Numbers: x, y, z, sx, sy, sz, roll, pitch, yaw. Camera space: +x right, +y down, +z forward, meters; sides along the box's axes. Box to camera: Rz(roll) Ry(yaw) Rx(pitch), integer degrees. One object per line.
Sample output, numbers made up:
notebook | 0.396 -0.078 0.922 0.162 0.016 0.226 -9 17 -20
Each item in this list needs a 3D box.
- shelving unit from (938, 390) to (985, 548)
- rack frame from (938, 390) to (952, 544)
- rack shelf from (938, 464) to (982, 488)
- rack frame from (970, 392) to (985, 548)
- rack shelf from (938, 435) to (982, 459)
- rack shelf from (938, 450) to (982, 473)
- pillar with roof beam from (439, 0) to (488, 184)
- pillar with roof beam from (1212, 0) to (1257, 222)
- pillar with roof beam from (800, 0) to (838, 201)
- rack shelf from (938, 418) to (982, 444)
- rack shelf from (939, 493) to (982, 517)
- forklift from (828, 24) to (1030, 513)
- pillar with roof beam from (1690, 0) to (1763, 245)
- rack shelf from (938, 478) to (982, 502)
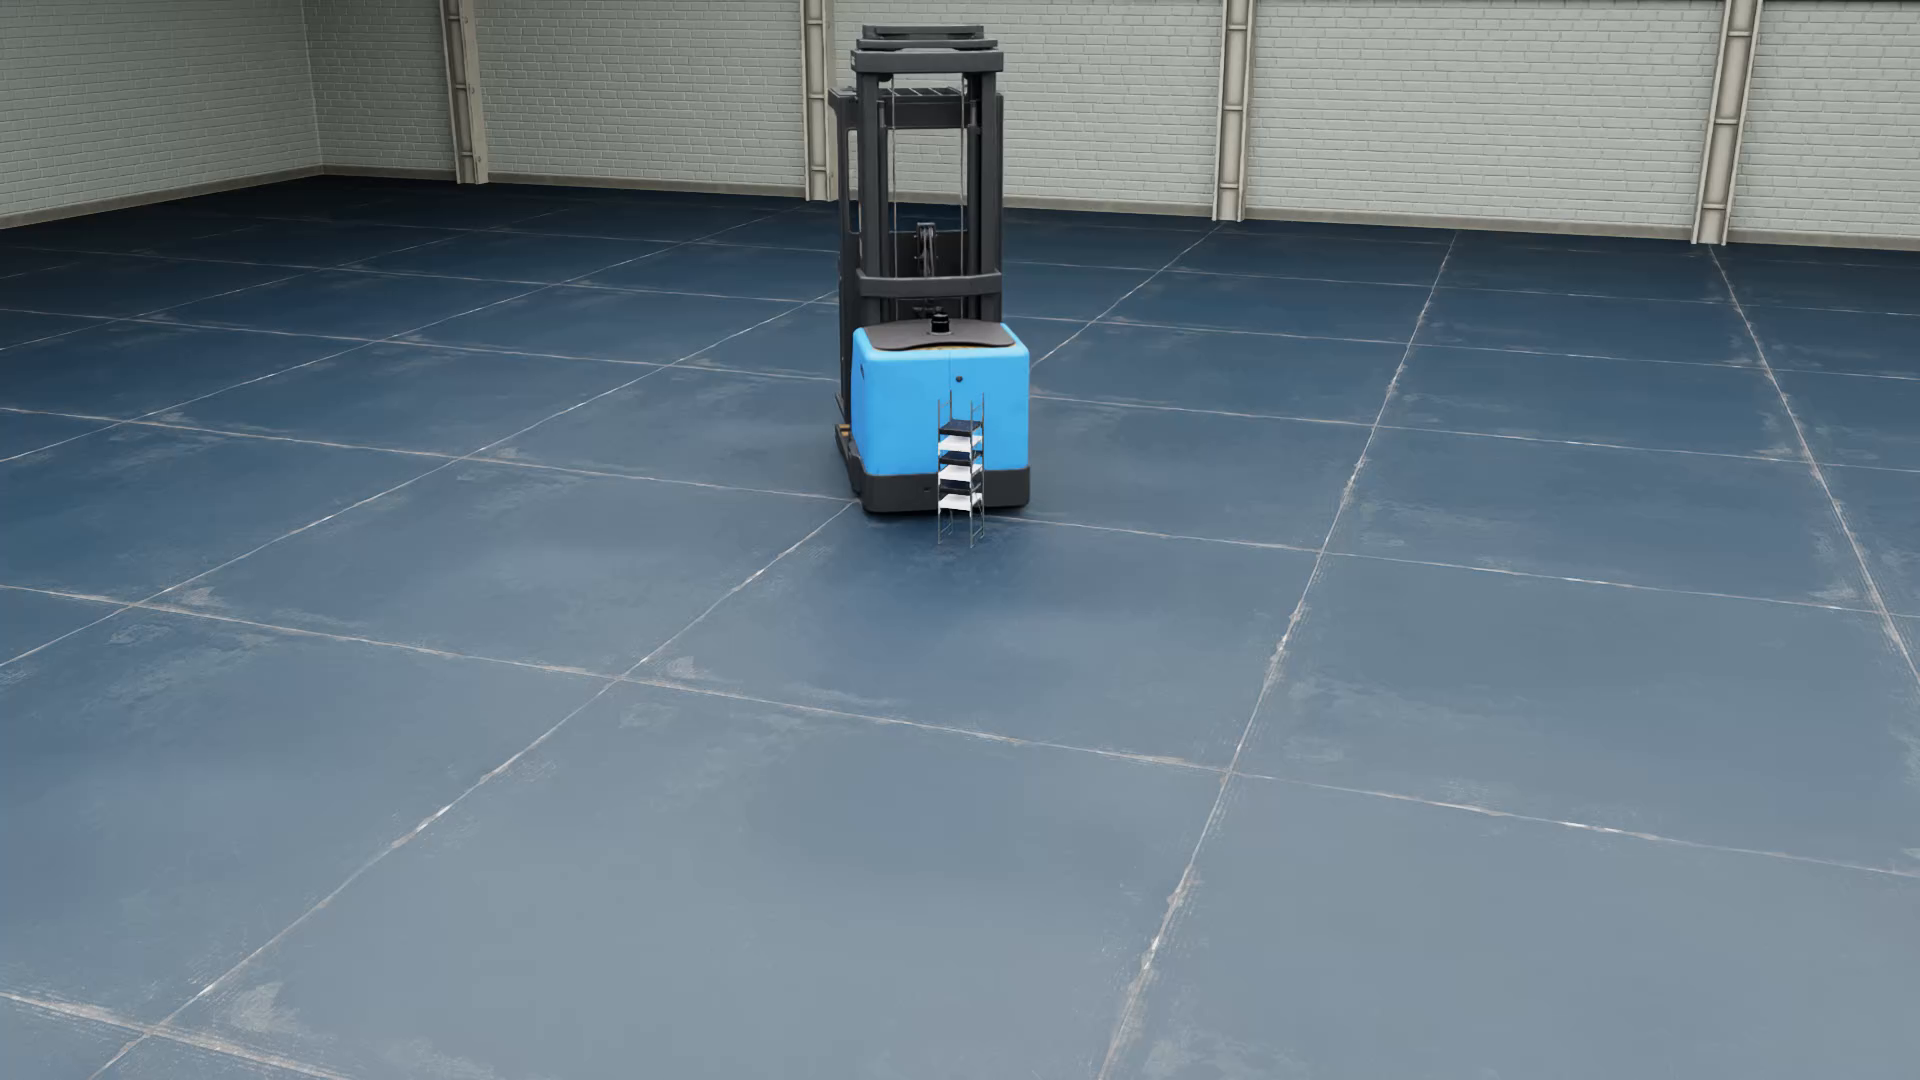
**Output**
shelving unit | 0.008 -0.424 9.926 0.210 0.900 0.258 7 20 18
rack frame | -0.088 -0.435 9.957 0.006 0.900 0.240 7 20 18
rack shelf | 0.008 -0.393 9.937 0.200 0.077 0.258 7 20 18
rack frame | 0.104 -0.413 9.894 0.006 0.900 0.240 7 20 18
rack shelf | 0.008 -0.563 9.877 0.200 0.077 0.258 7 20 18
rack shelf | 0.008 -0.478 9.907 0.200 0.077 0.258 7 20 18
pillar with roof beam | -9.106 -8.560 20.960 0.400 9.000 9.100 7 20 18
pillar with roof beam | 2.230 -7.263 17.242 0.400 9.000 9.100 7 20 18
pillar with roof beam | -3.438 -7.911 19.101 0.400 9.000 9.100 7 20 18
rack shelf | 0.008 -0.648 9.848 0.200 0.077 0.258 7 20 18
rack shelf | 0.008 -0.223 9.996 0.200 0.077 0.258 7 20 18
forklift | -0.298 -2.001 11.363 1.130 2.935 3.031 -3 19 -9
pillar with roof beam | 7.898 -6.615 15.383 0.400 9.000 9.100 7 20 18
rack shelf | 0.008 -0.308 9.966 0.200 0.077 0.258 7 20 18
